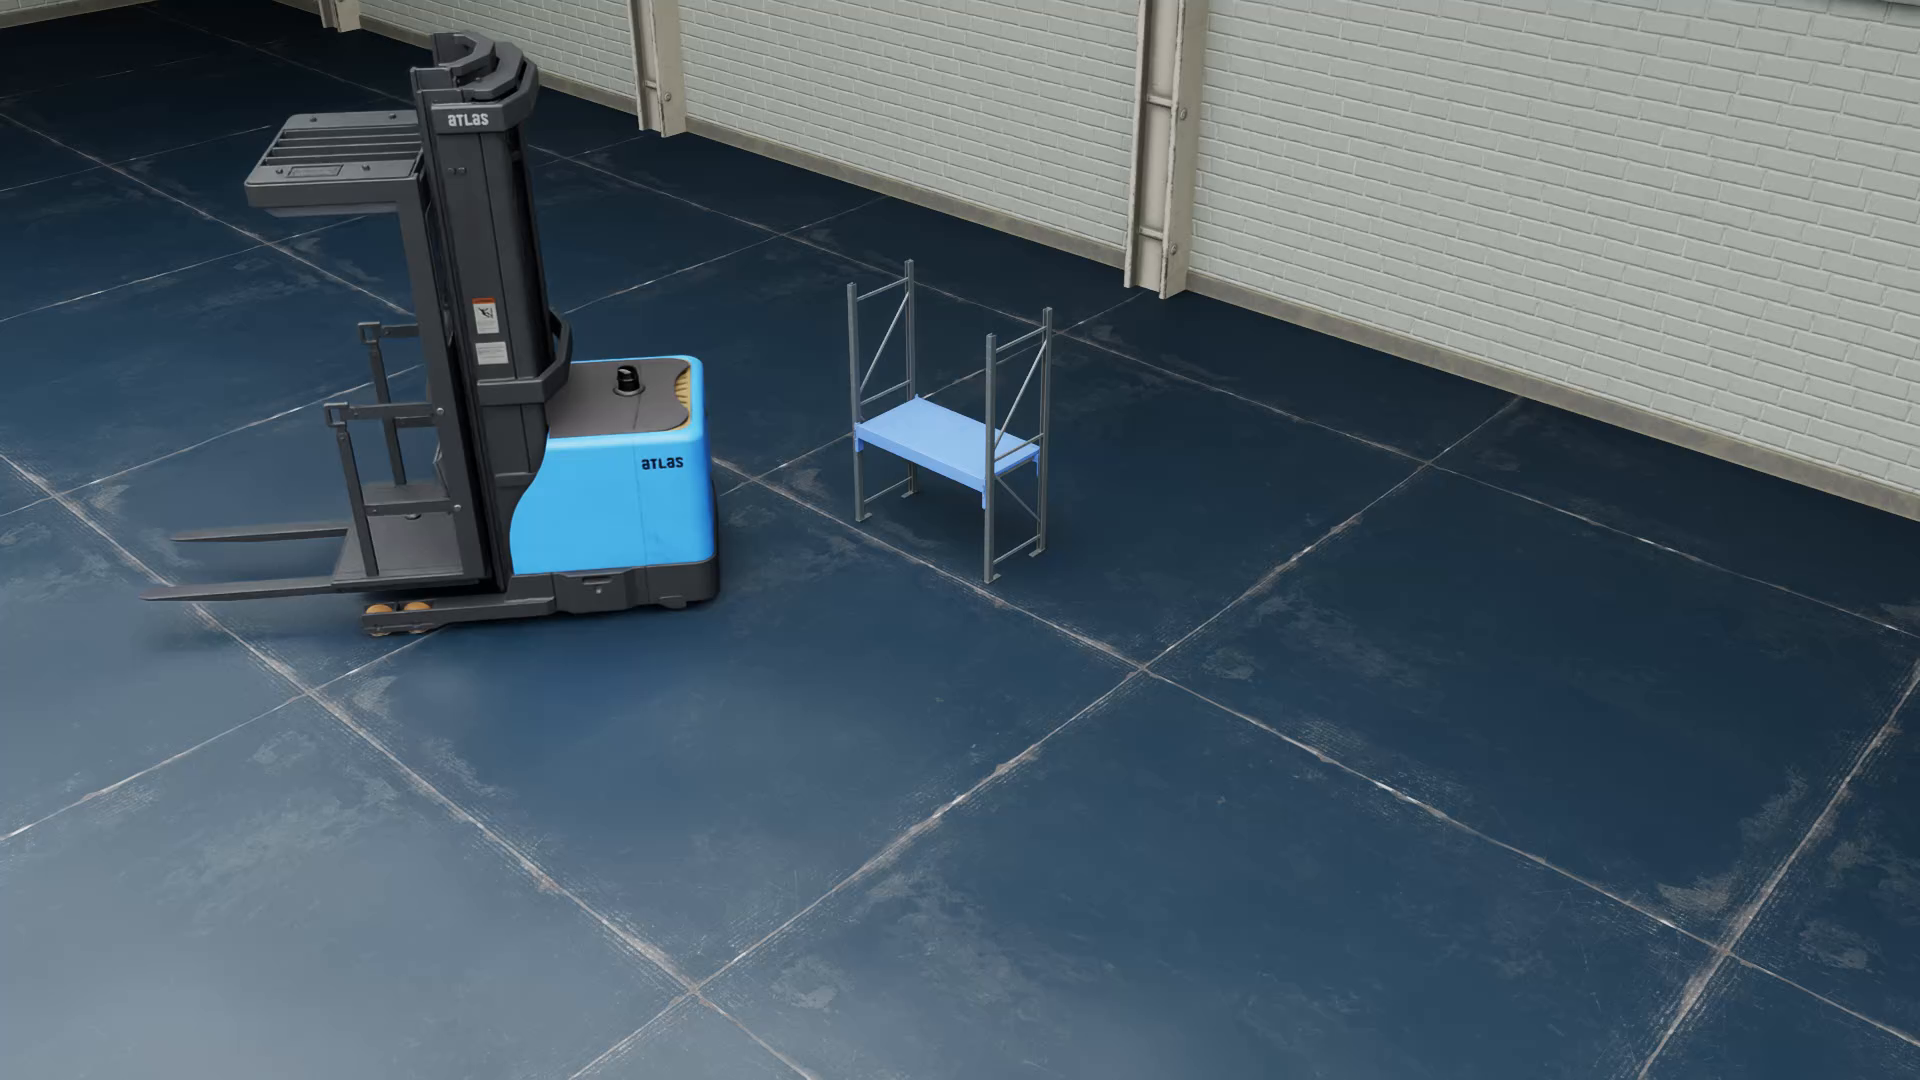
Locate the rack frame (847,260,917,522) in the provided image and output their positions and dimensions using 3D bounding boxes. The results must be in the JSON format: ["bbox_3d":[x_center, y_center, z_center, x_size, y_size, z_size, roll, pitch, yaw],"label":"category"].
[{"bbox_3d":[-0.440,-0.848,9.649,0.032,1.500,0.500,25,39,35],"label":"rack frame"}]

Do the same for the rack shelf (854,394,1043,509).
[{"bbox_3d":[-0.063,-0.518,9.449,1.000,0.185,0.538,25,39,35],"label":"rack shelf"}]

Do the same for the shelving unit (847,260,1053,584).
[{"bbox_3d":[-0.063,-0.672,9.357,1.048,1.500,0.538,25,39,35],"label":"shelving unit"}]

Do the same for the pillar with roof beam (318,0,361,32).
[{"bbox_3d":[-10.261,-8.336,14.817,0.400,9.000,9.100,25,39,35],"label":"pillar with roof beam"}]

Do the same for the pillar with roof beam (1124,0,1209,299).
[{"bbox_3d":[-1.364,-4.183,7.918,0.400,9.000,9.100,25,39,35],"label":"pillar with roof beam"}]

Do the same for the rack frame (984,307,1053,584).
[{"bbox_3d":[0.314,-0.496,9.064,0.032,1.500,0.500,25,39,35],"label":"rack frame"}]

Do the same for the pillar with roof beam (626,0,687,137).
[{"bbox_3d":[-5.812,-6.260,11.368,0.400,9.000,9.100,25,39,35],"label":"pillar with roof beam"}]

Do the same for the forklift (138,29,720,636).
[{"bbox_3d":[-2.874,-1.035,8.572,3.031,2.935,1.130,-4,31,-7],"label":"forklift"}]
